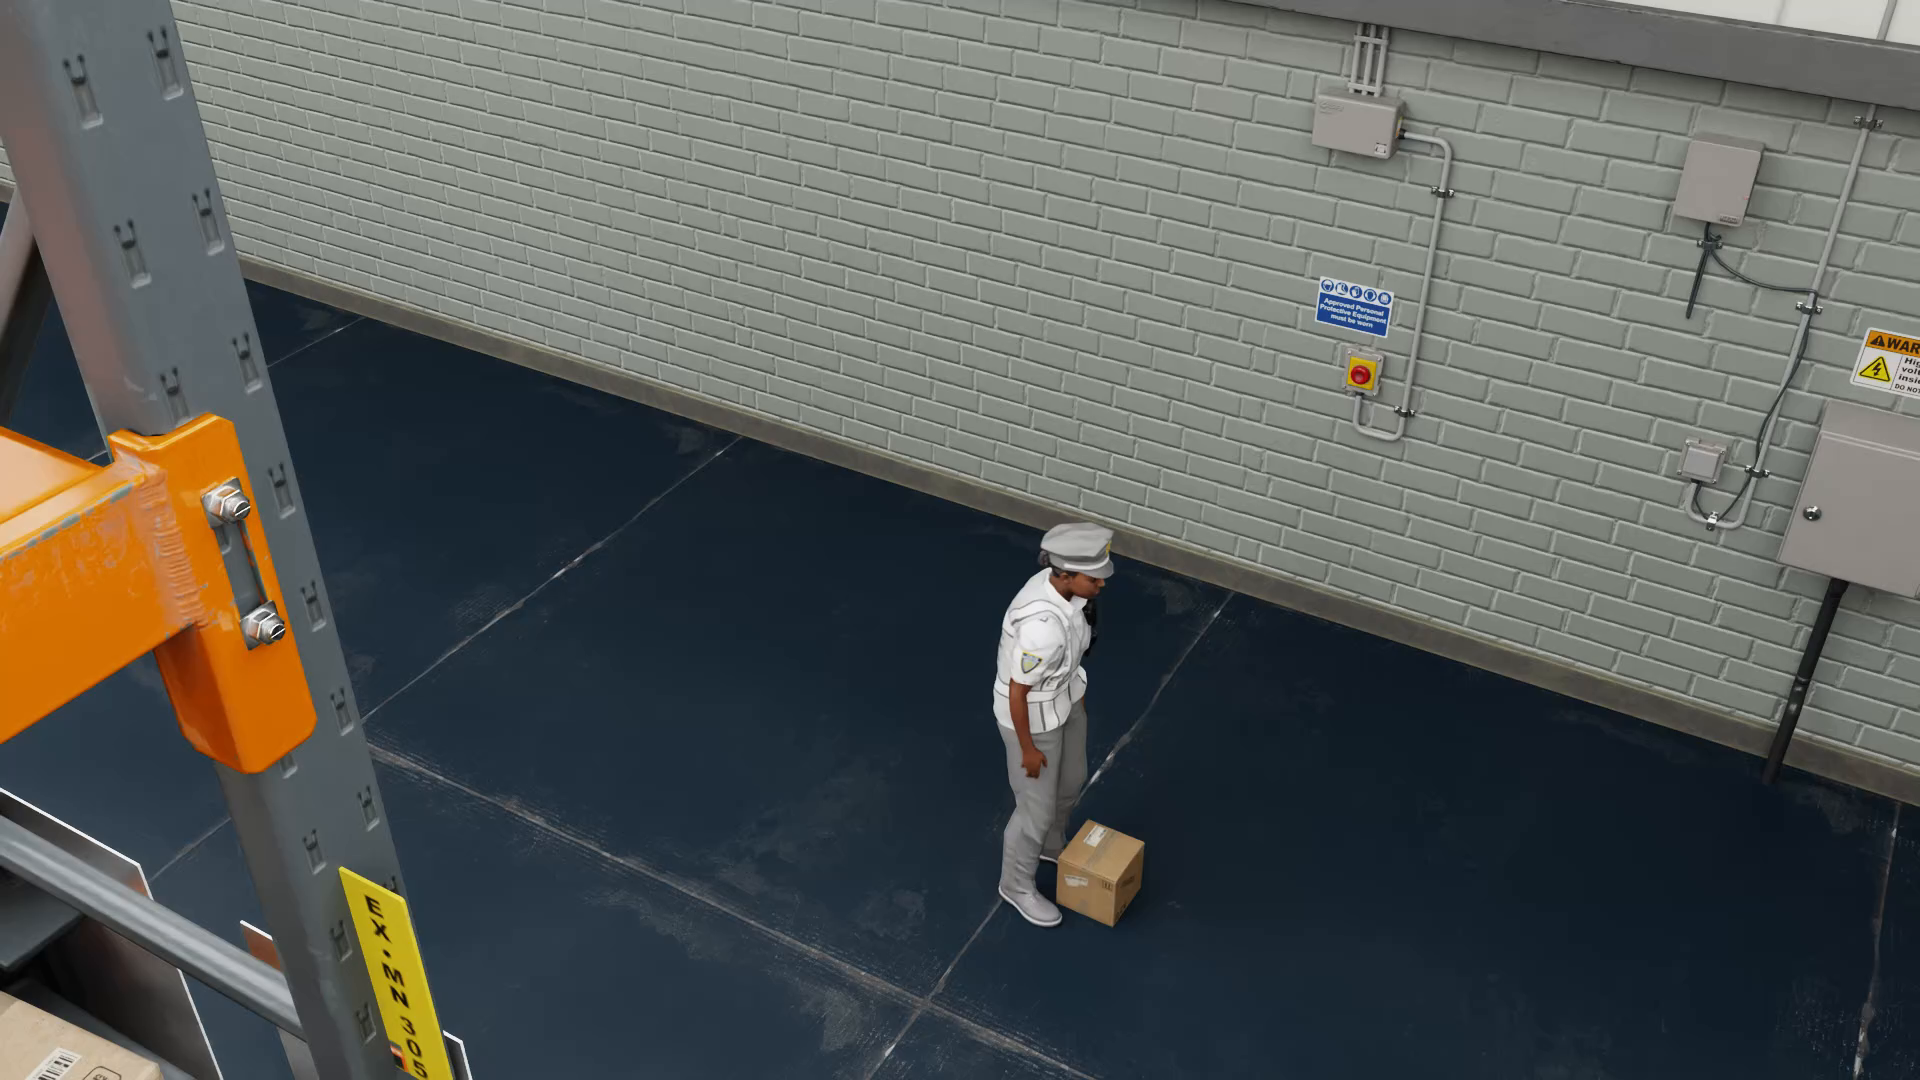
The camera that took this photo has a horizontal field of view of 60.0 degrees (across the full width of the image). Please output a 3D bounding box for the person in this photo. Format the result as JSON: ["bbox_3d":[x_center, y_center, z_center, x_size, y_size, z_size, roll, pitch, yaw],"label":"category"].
[{"bbox_3d":[0.334,0.659,6.181,0.397,1.656,0.515,16,38,22],"label":"person"}]
